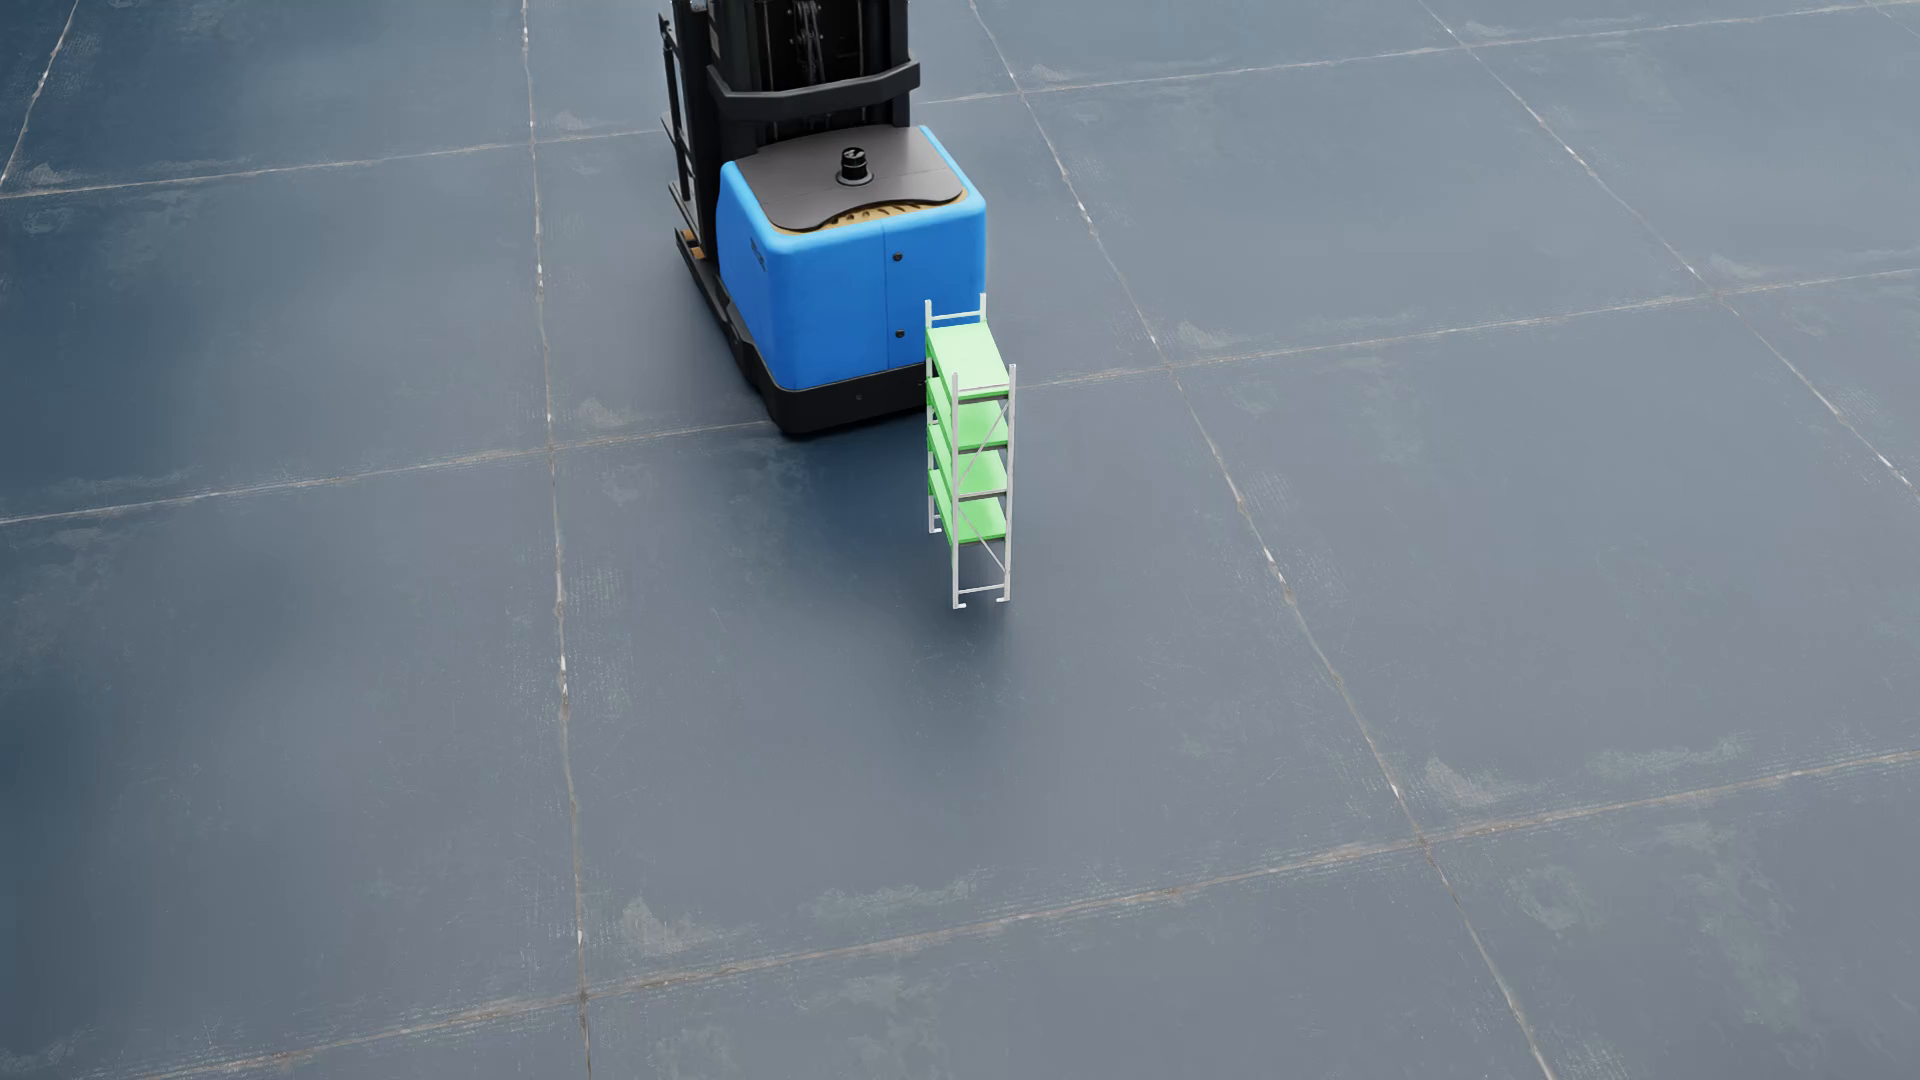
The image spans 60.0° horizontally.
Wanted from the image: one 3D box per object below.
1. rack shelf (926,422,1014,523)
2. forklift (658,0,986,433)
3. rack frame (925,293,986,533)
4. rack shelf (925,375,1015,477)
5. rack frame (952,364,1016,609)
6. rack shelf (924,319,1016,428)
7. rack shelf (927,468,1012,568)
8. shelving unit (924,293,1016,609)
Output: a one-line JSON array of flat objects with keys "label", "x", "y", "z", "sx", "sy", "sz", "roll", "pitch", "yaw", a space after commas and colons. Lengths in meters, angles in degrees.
[{"label": "rack shelf", "x": 0.036, "y": -0.294, "z": 6.773, "sx": 0.258, "sy": 0.148, "sz": 0.480, "roll": -8, "pitch": 42, "yaw": -9}, {"label": "forklift", "x": -0.879, "y": -2.577, "z": 7.945, "sx": 1.130, "sy": 2.935, "sz": 3.031, "roll": -15, "pitch": 44, "yaw": -16}, {"label": "rack frame", "x": -0.017, "y": -0.500, "z": 6.909, "sx": 0.240, "sy": 1.200, "sz": 0.015, "roll": -8, "pitch": 42, "yaw": -9}, {"label": "rack shelf", "x": 0.036, "y": -0.473, "z": 6.614, "sx": 0.258, "sy": 0.148, "sz": 0.480, "roll": -8, "pitch": 42, "yaw": -9}, {"label": "rack frame", "x": 0.088, "y": -0.183, "z": 6.553, "sx": 0.240, "sy": 1.200, "sz": 0.015, "roll": -8, "pitch": 42, "yaw": -9}, {"label": "rack shelf", "x": 0.036, "y": -0.653, "z": 6.455, "sx": 0.258, "sy": 0.148, "sz": 0.480, "roll": -8, "pitch": 42, "yaw": -9}, {"label": "rack shelf", "x": 0.036, "y": -0.114, "z": 6.933, "sx": 0.258, "sy": 0.148, "sz": 0.480, "roll": -8, "pitch": 42, "yaw": -9}, {"label": "shelving unit", "x": 0.036, "y": -0.341, "z": 6.731, "sx": 0.258, "sy": 1.200, "sz": 0.503, "roll": -8, "pitch": 42, "yaw": -9}]
